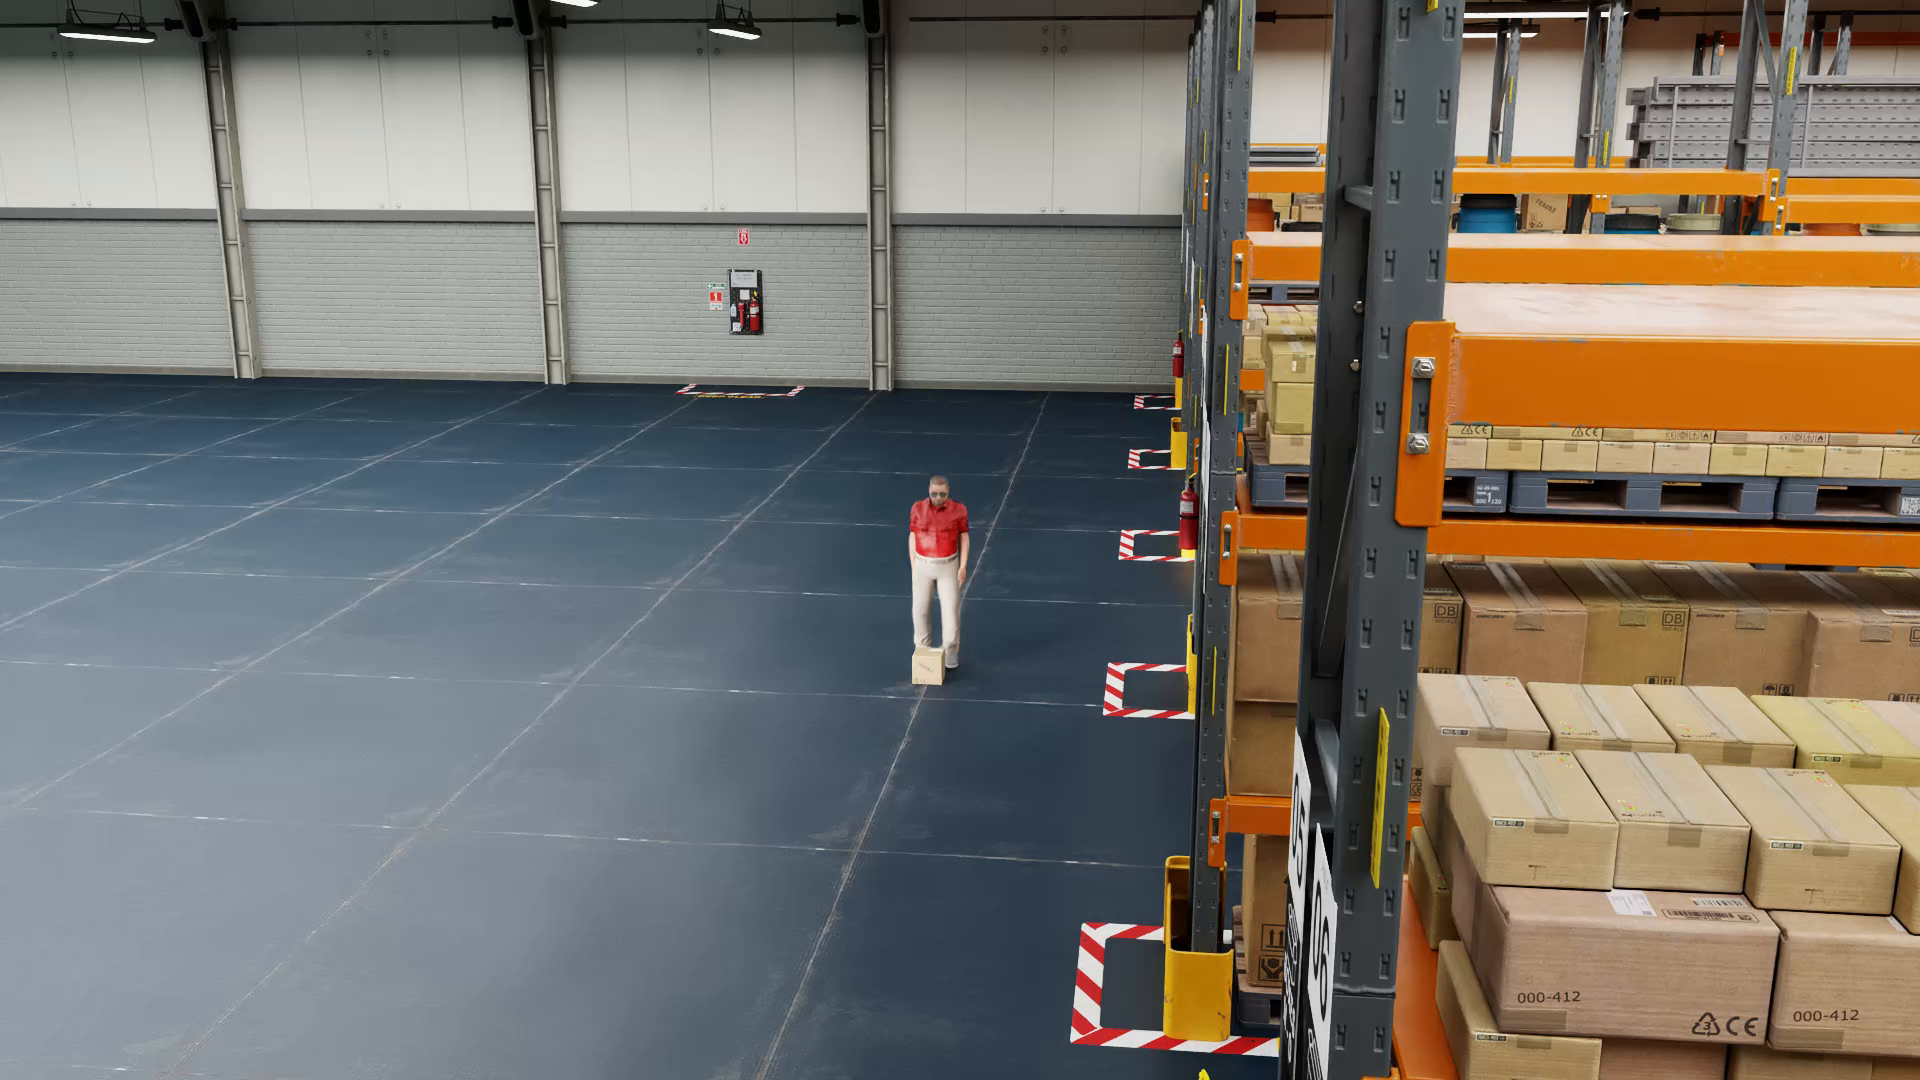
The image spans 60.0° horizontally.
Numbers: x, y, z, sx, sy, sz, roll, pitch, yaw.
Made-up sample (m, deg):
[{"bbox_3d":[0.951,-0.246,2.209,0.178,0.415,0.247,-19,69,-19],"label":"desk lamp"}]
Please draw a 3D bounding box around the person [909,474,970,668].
[{"bbox_3d":[-0.184,0.265,14.533,0.534,1.719,0.362,2,14,7],"label":"person"}]
